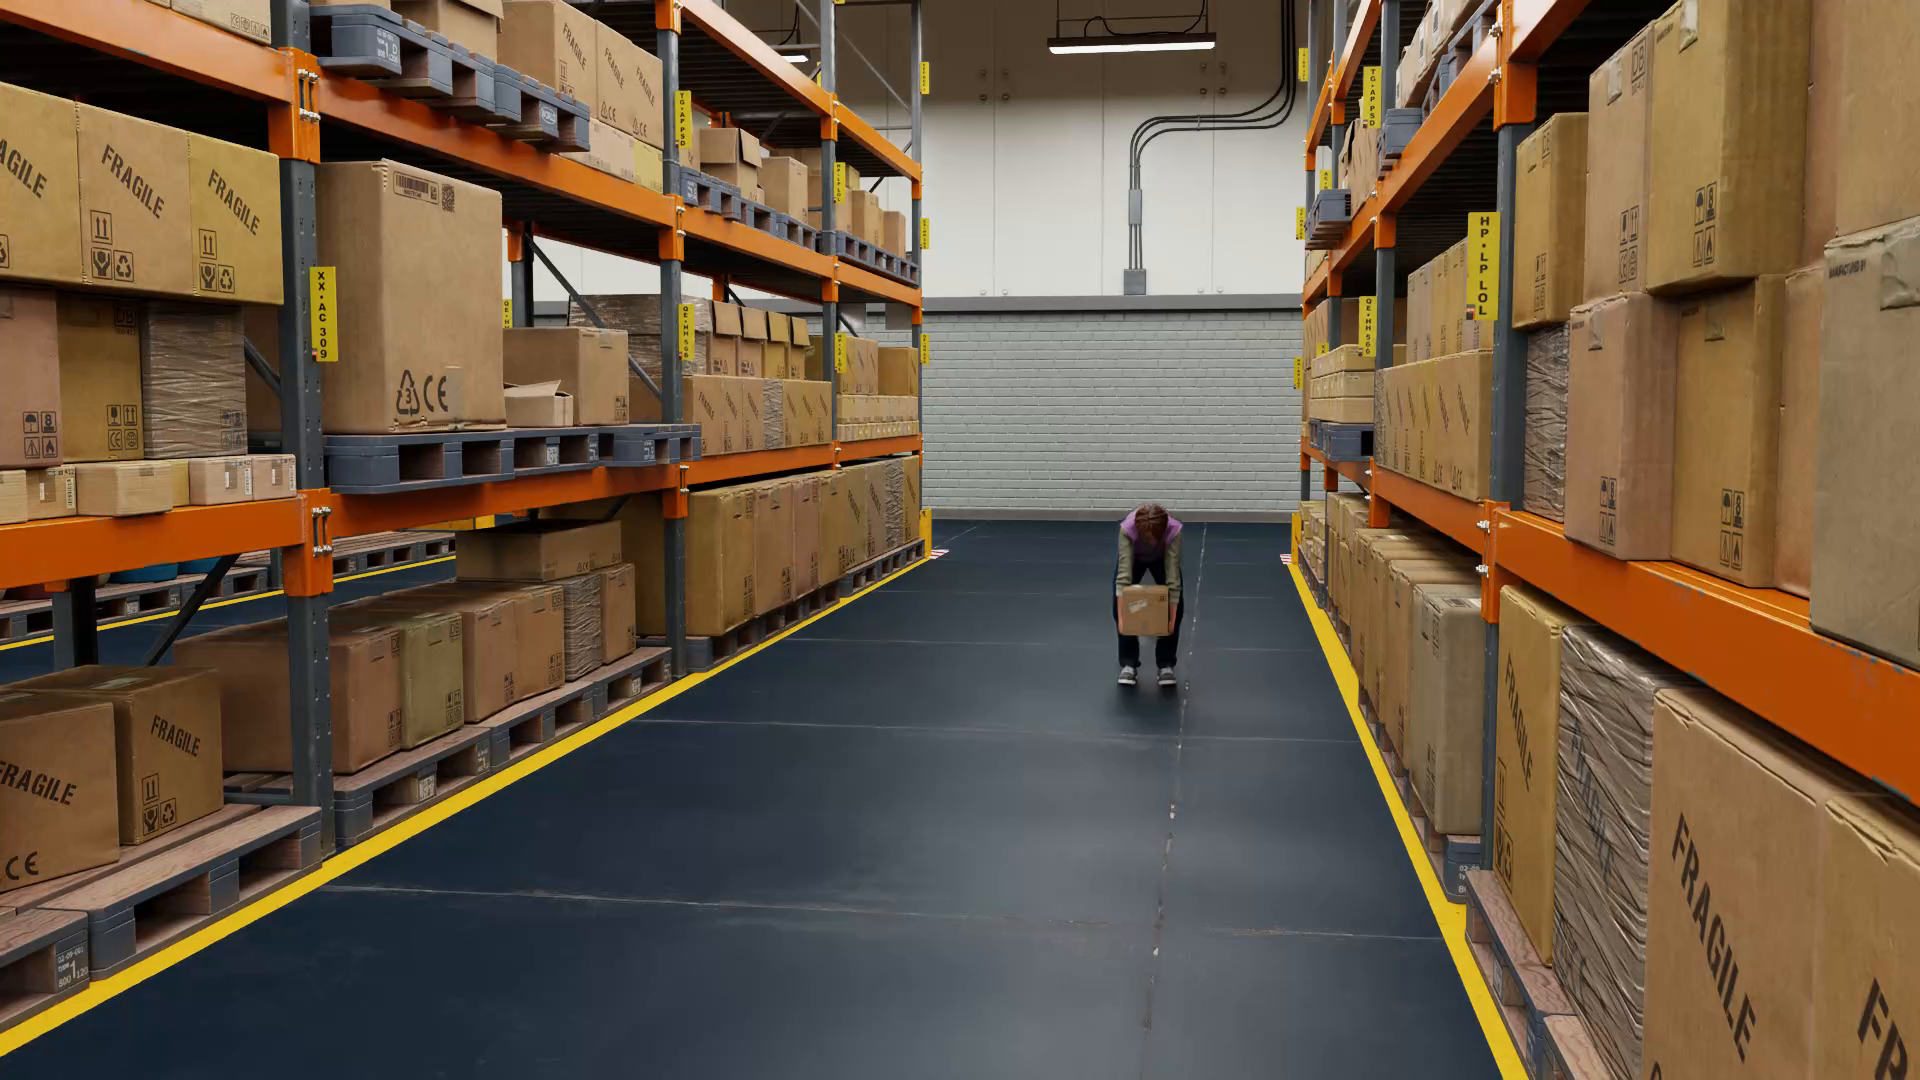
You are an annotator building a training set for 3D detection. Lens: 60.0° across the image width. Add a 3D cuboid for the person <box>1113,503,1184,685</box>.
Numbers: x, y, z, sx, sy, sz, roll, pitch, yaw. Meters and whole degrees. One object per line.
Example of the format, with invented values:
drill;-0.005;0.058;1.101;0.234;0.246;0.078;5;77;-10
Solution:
person;1.075;0.314;9.493;0.407;1.075;0.849;1;5;6
